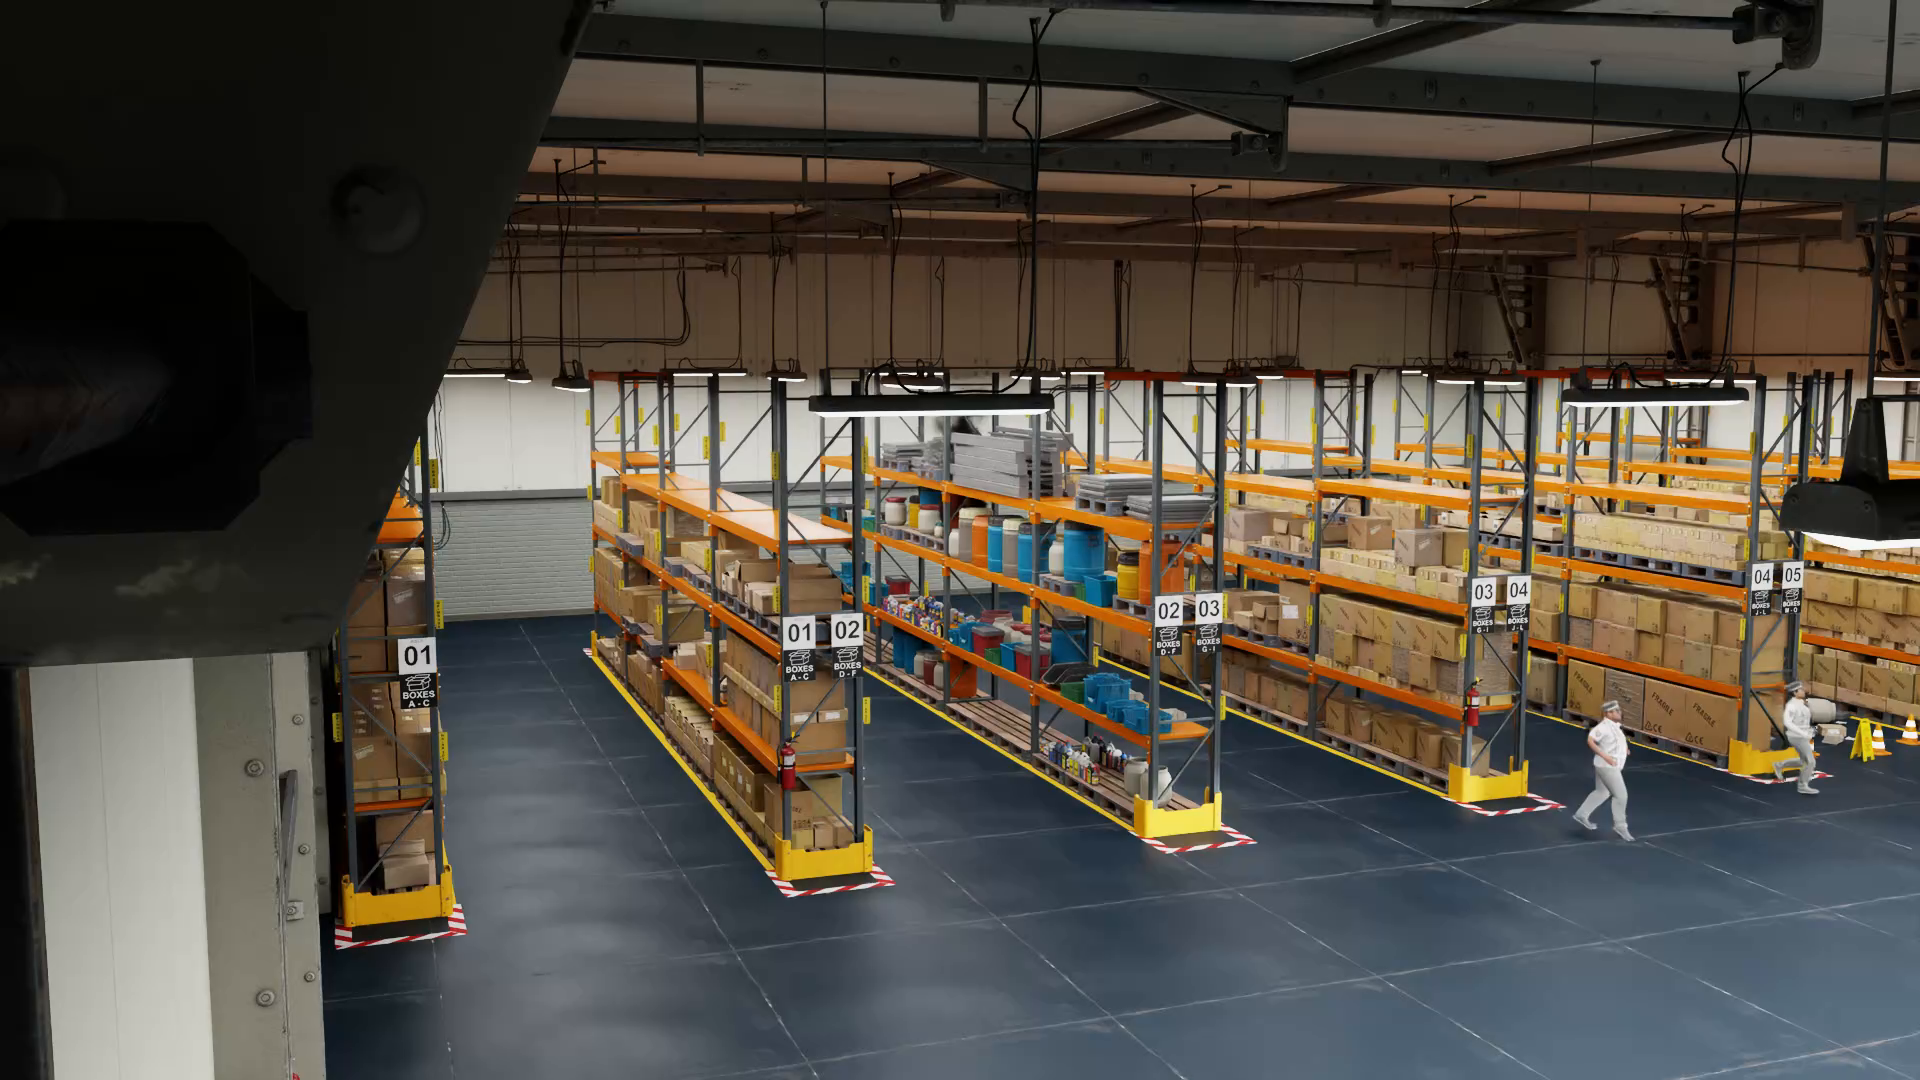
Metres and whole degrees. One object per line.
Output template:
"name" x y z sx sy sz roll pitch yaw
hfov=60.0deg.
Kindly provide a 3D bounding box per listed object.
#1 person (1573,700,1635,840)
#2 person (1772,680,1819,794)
"person" 8.547 3.016 21.958 0.801 1.861 0.695 3 7 28
"person" 12.130 2.836 24.028 0.590 1.633 0.615 5 8 36
